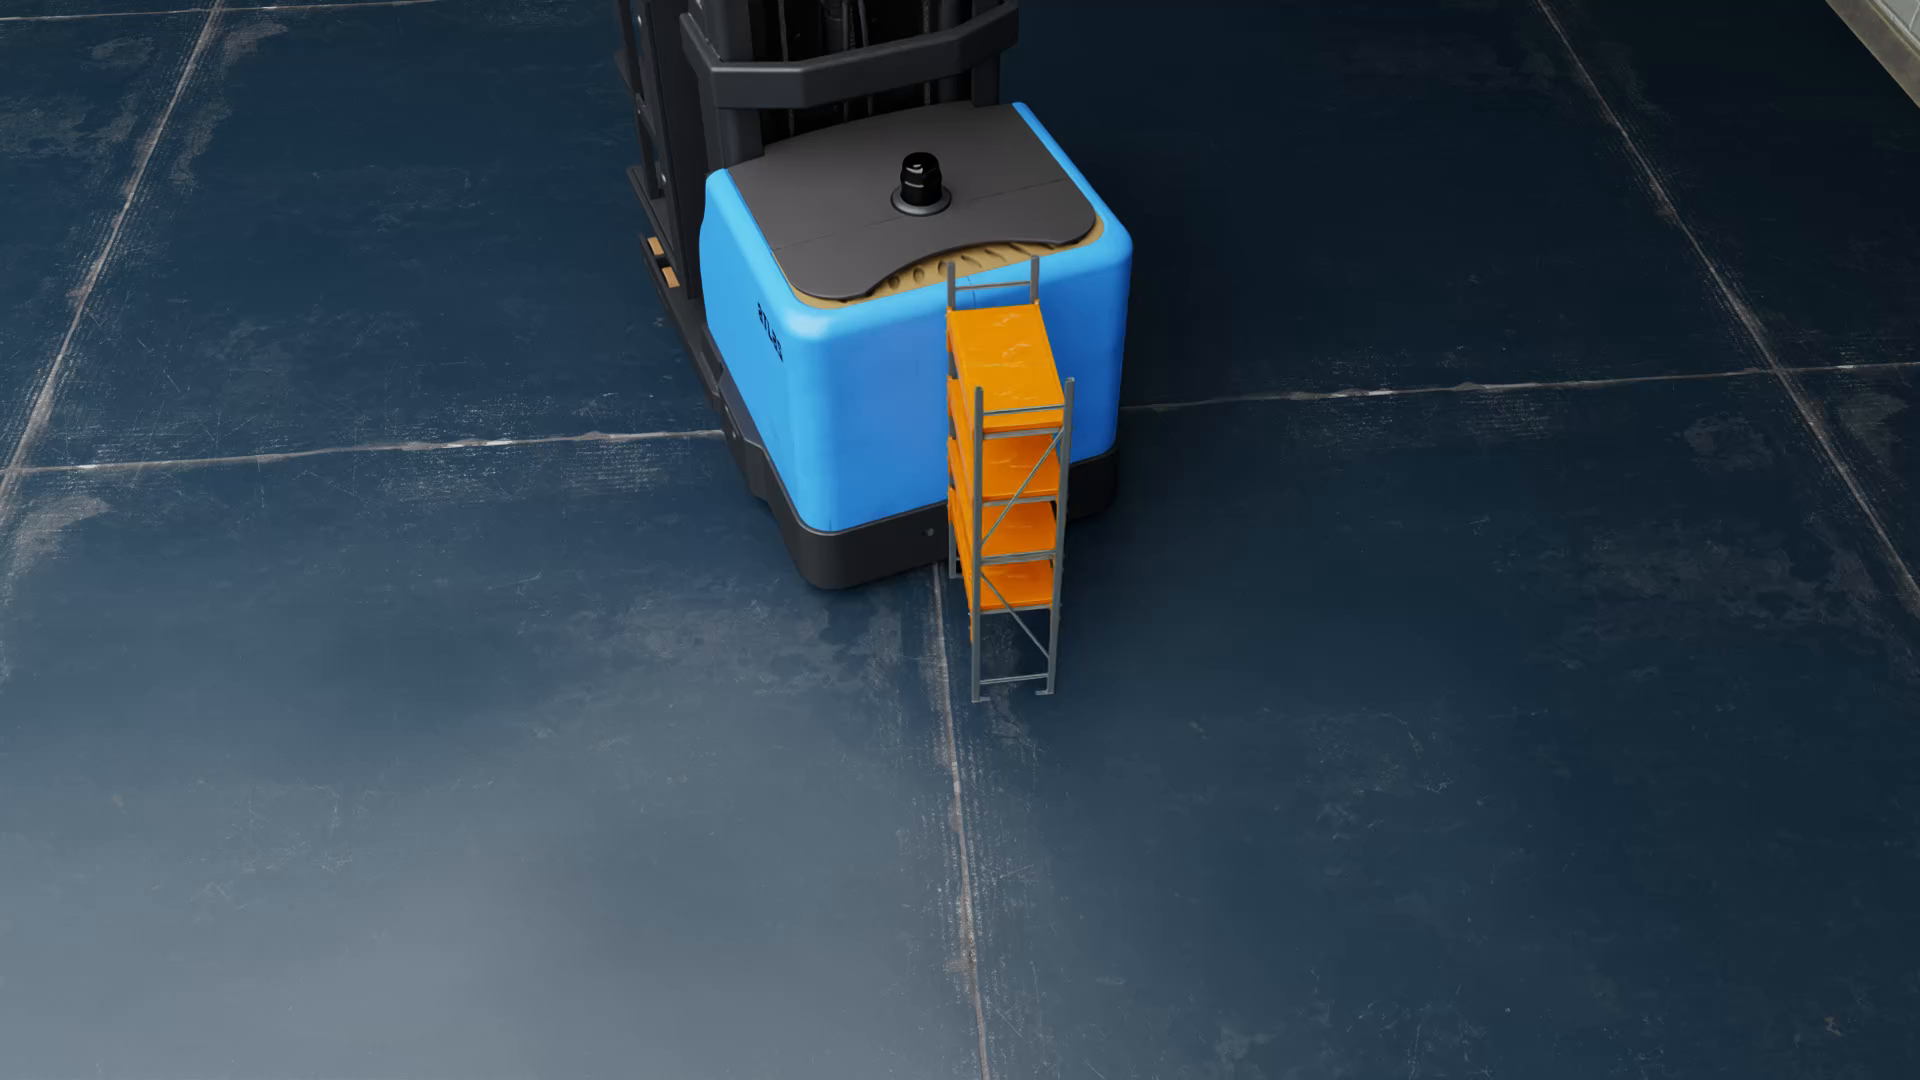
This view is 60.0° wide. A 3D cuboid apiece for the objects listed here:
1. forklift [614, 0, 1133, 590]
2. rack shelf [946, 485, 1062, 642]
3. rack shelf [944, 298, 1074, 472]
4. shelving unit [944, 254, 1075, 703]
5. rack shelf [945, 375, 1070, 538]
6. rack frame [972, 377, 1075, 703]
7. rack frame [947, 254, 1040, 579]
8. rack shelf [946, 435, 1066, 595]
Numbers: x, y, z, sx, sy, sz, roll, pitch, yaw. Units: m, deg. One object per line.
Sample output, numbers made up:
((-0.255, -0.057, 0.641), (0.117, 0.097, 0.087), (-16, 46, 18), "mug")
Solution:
((-0.533, -1.946, 5.074), (1.130, 2.935, 3.031), (-17, 49, -15), "forklift")
((0.120, 0.049, 4.743), (0.258, 0.148, 0.480), (-6, 47, -5), "rack shelf")
((0.120, -0.404, 4.265), (0.258, 0.148, 0.480), (-6, 47, -5), "rack shelf")
((0.120, -0.133, 4.550), (0.258, 1.200, 0.503), (-6, 47, -5), "shelving unit")
((0.120, -0.241, 4.436), (0.258, 0.148, 0.480), (-6, 47, -5), "rack shelf")
((0.153, 0.042, 4.384), (0.240, 1.200, 0.015), (-6, 47, -5), "rack frame")
((0.086, -0.309, 4.716), (0.240, 1.200, 0.015), (-6, 47, -5), "rack frame")
((0.120, -0.087, 4.599), (0.258, 0.148, 0.480), (-6, 47, -5), "rack shelf")
